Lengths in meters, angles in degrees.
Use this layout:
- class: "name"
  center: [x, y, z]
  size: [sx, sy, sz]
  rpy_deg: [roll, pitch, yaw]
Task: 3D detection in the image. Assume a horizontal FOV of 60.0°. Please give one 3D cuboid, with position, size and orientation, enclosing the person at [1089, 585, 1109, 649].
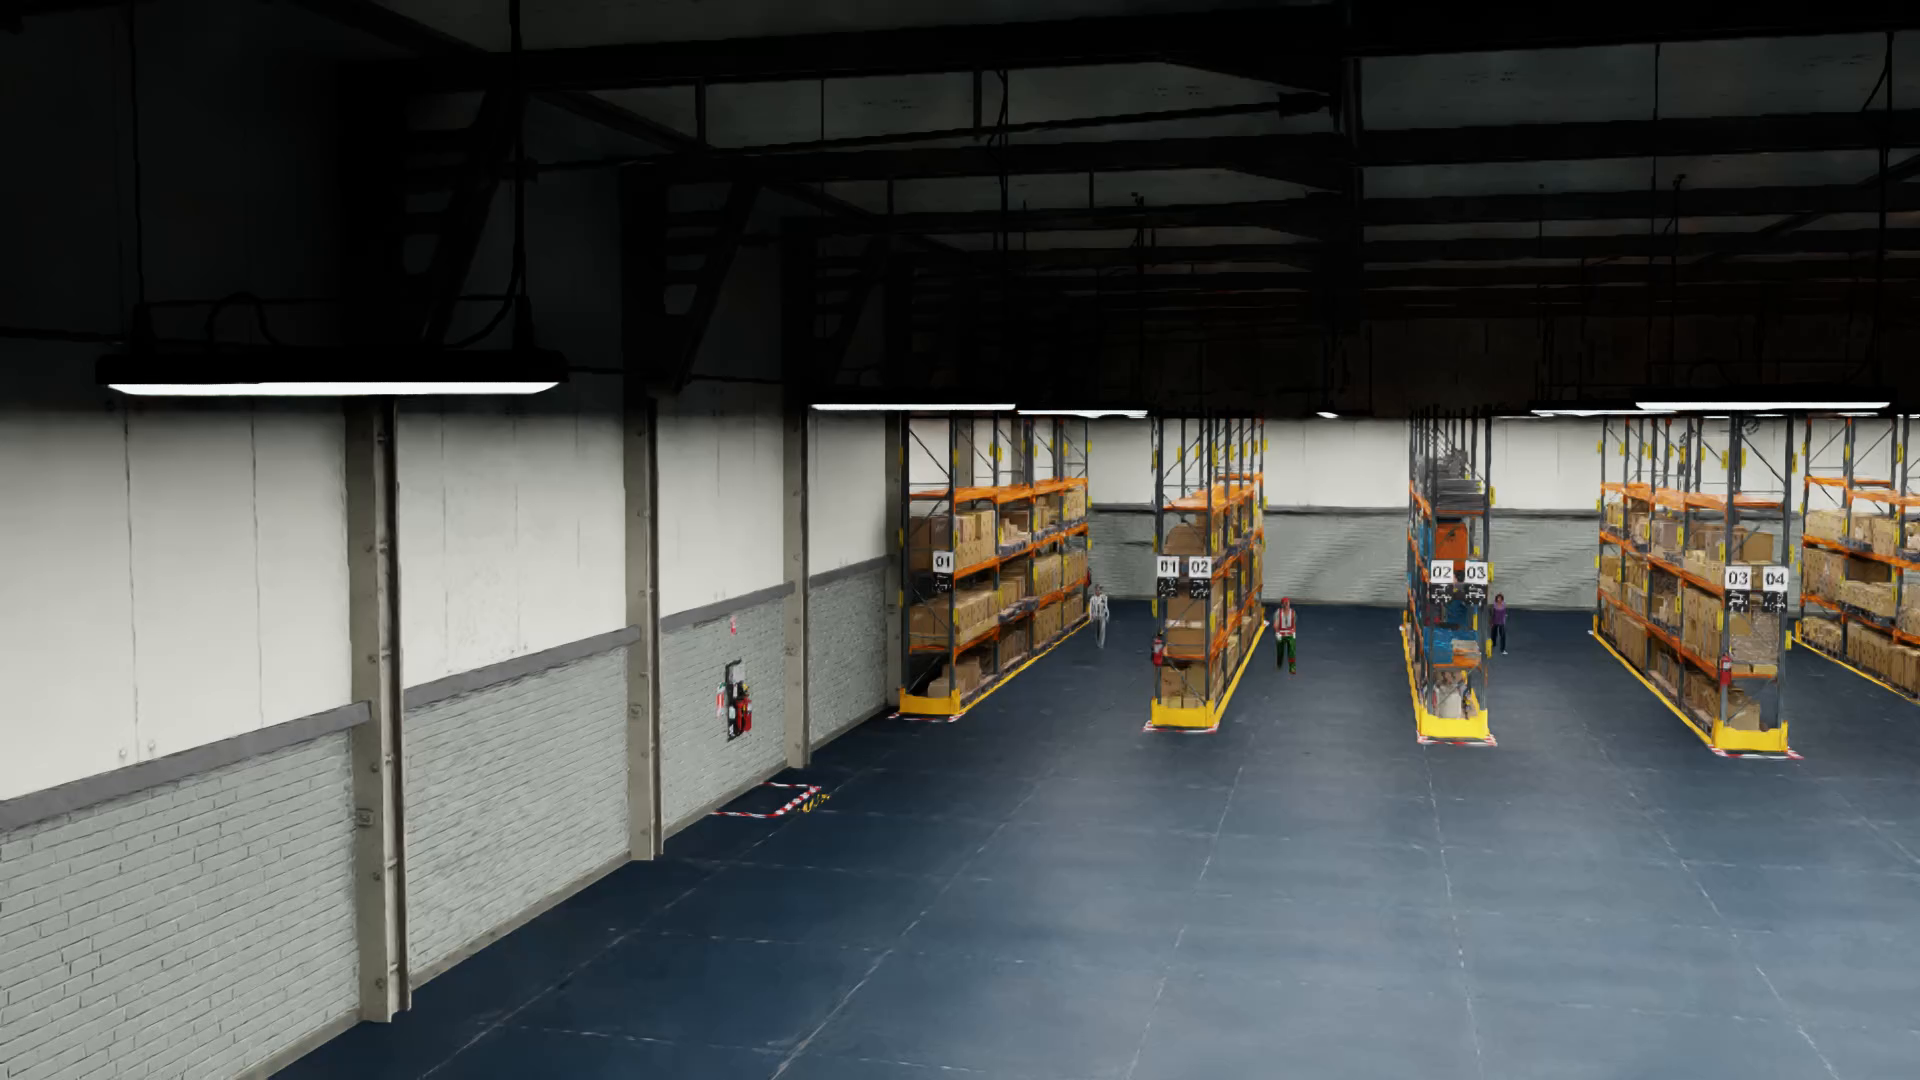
- class: "person"
  center: [3.477, 1.906, 41.796]
  size: [0.499, 1.587, 1.074]
  rpy_deg: [1, 4, 12]

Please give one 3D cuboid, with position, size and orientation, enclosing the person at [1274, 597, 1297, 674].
- class: "person"
  center: [7.375, 2.142, 37.720]
  size: [0.528, 1.728, 1.032]
  rpy_deg: [0, 4, 5]

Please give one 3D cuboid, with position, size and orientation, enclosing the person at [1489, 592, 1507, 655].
- class: "person"
  center: [13.167, 2.028, 40.706]
  size: [0.419, 1.513, 1.037]
  rpy_deg: [1, 4, 12]

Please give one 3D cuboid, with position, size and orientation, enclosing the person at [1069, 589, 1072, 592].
- class: "person"
  center: [3.023, 1.327, 49.345]
  size: [0.727, 1.726, 0.486]
  rpy_deg: [-3, 5, -39]
